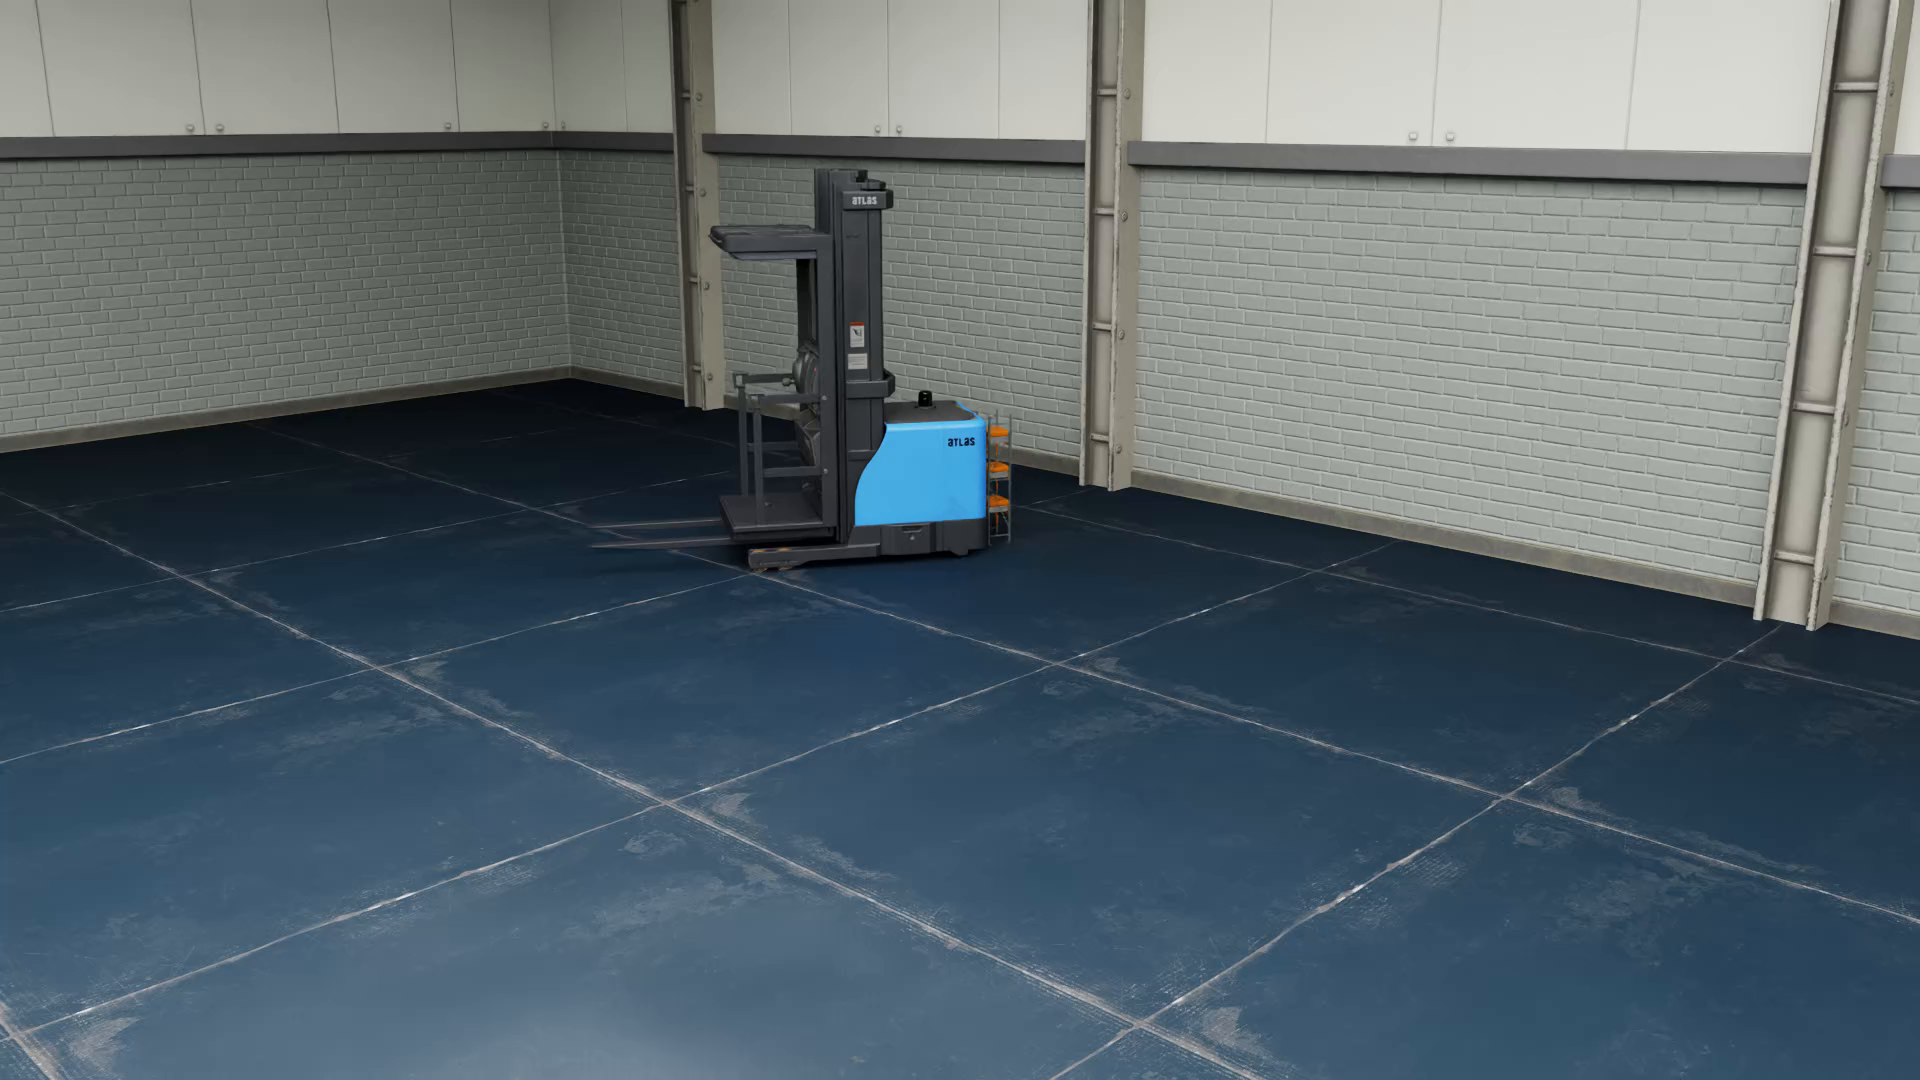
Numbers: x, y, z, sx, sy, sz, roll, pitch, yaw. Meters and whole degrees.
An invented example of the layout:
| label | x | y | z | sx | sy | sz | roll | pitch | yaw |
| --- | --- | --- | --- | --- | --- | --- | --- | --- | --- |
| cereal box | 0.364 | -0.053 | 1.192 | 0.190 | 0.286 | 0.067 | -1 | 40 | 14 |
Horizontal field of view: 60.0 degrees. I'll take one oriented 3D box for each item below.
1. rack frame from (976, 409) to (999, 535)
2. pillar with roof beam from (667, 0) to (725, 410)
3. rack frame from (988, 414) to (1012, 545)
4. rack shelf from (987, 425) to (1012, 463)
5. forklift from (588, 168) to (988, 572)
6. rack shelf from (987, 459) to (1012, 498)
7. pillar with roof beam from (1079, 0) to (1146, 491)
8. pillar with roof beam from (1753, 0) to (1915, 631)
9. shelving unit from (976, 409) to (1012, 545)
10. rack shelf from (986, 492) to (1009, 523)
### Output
| label | x | y | z | sx | sy | sz | roll | pitch | yaw |
| --- | --- | --- | --- | --- | --- | --- | --- | --- | --- |
| rack frame | 0.217 | -0.531 | 13.387 | 0.200 | 1.050 | 0.008 | -6 | 16 | -22 |
| pillar with roof beam | -5.960 | -5.128 | 15.267 | 0.400 | 9.000 | 9.100 | 14 | 20 | 42 |
| rack frame | 0.312 | -0.474 | 13.170 | 0.200 | 1.050 | 0.008 | -6 | 16 | -22 |
| rack shelf | 0.264 | -0.767 | 13.209 | 0.215 | 0.259 | 0.240 | -6 | 16 | -22 |
| forklift | -1.355 | -1.324 | 12.699 | 3.031 | 2.935 | 1.130 | -4 | 15 | -13 |
| rack shelf | 0.264 | -0.493 | 13.281 | 0.215 | 0.259 | 0.240 | -6 | 16 | -22 |
| pillar with roof beam | -1.641 | -4.078 | 11.237 | 0.400 | 9.000 | 9.100 | 14 | 20 | 42 |
| pillar with roof beam | 2.679 | -3.028 | 7.207 | 0.400 | 9.000 | 9.100 | 14 | 20 | 42 |
| shelving unit | 0.264 | -0.503 | 13.279 | 0.215 | 1.050 | 0.252 | -6 | 16 | -22 |
| rack shelf | 0.264 | -0.224 | 13.352 | 0.215 | 0.259 | 0.240 | -6 | 16 | -22 |
